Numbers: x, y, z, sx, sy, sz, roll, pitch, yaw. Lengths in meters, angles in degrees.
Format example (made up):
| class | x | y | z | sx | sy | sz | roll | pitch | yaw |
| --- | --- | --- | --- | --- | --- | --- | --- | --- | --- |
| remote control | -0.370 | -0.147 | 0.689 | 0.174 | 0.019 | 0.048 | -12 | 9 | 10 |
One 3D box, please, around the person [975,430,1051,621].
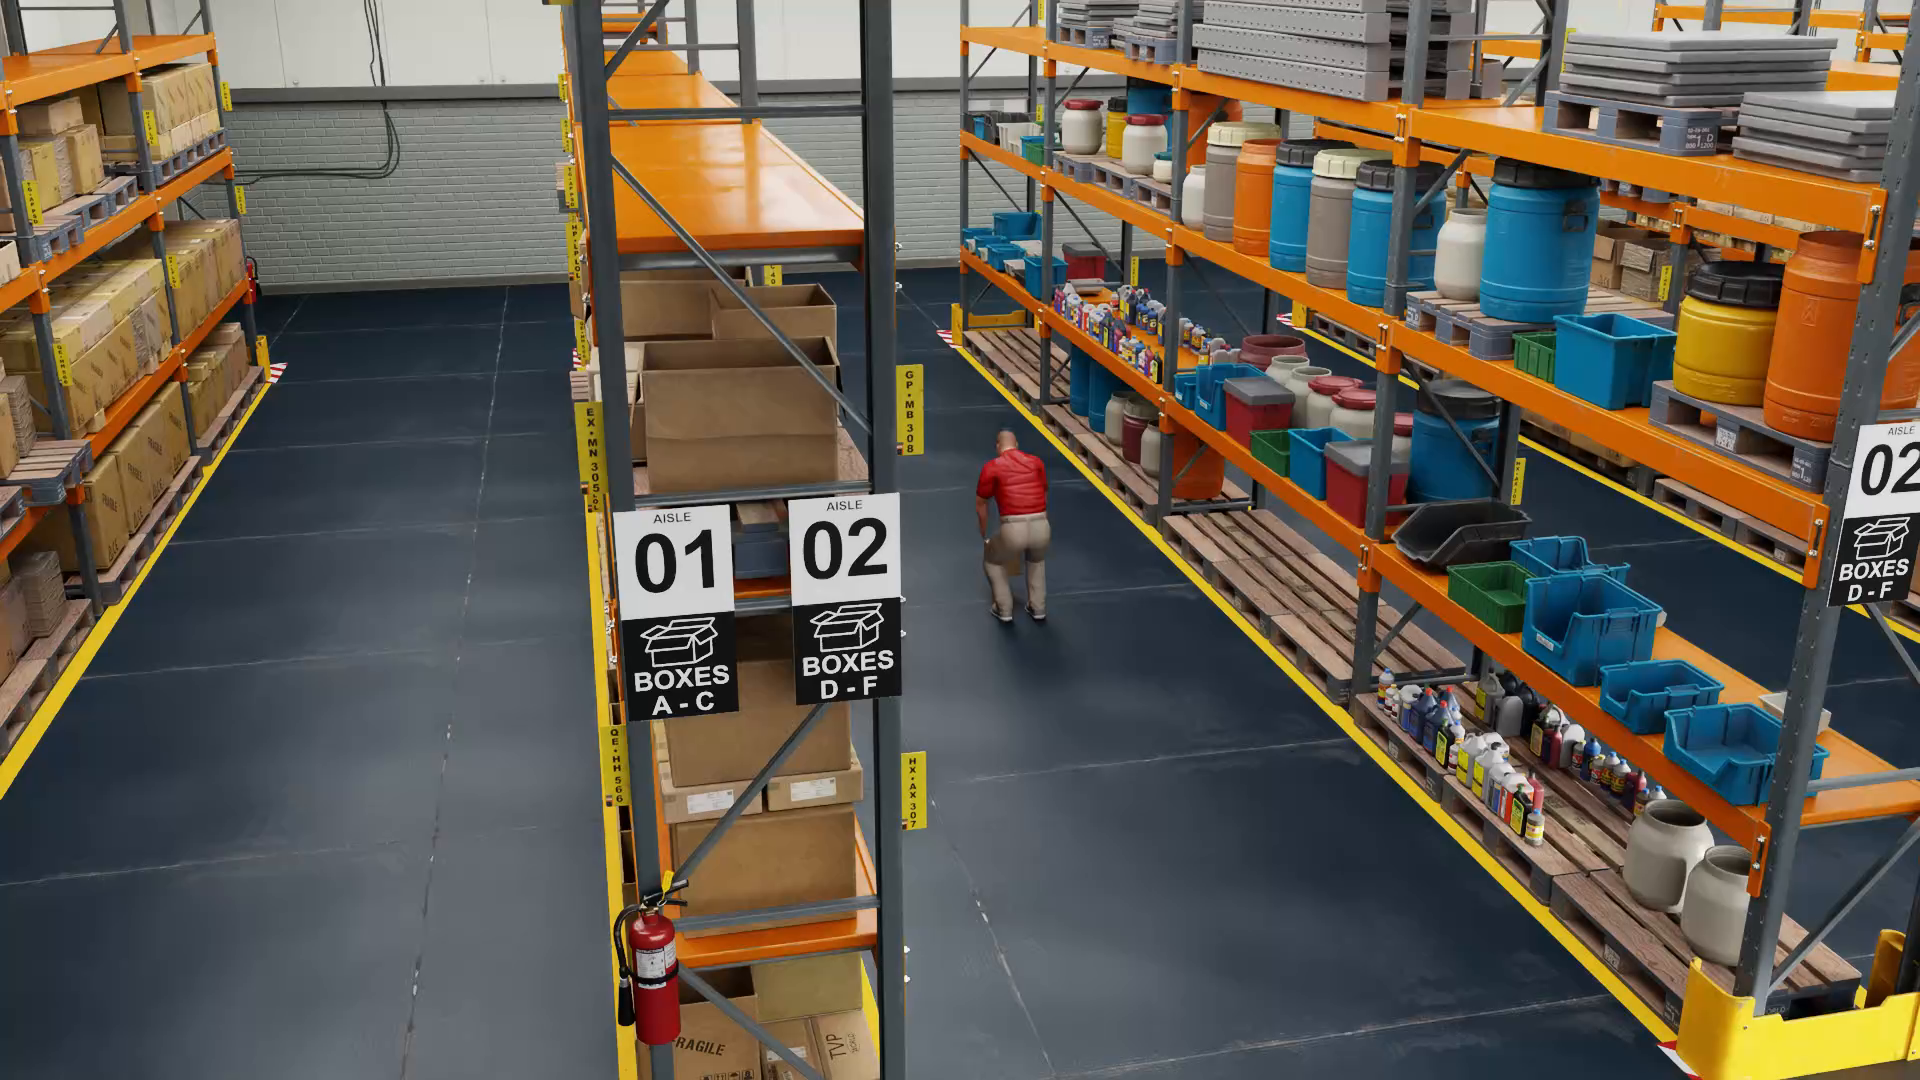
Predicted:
| class | x | y | z | sx | sy | sz | roll | pitch | yaw |
| --- | --- | --- | --- | --- | --- | --- | --- | --- | --- |
| person | 0.424 | -0.090 | 13.079 | 0.589 | 1.460 | 0.666 | -4 | 20 | -12 |
